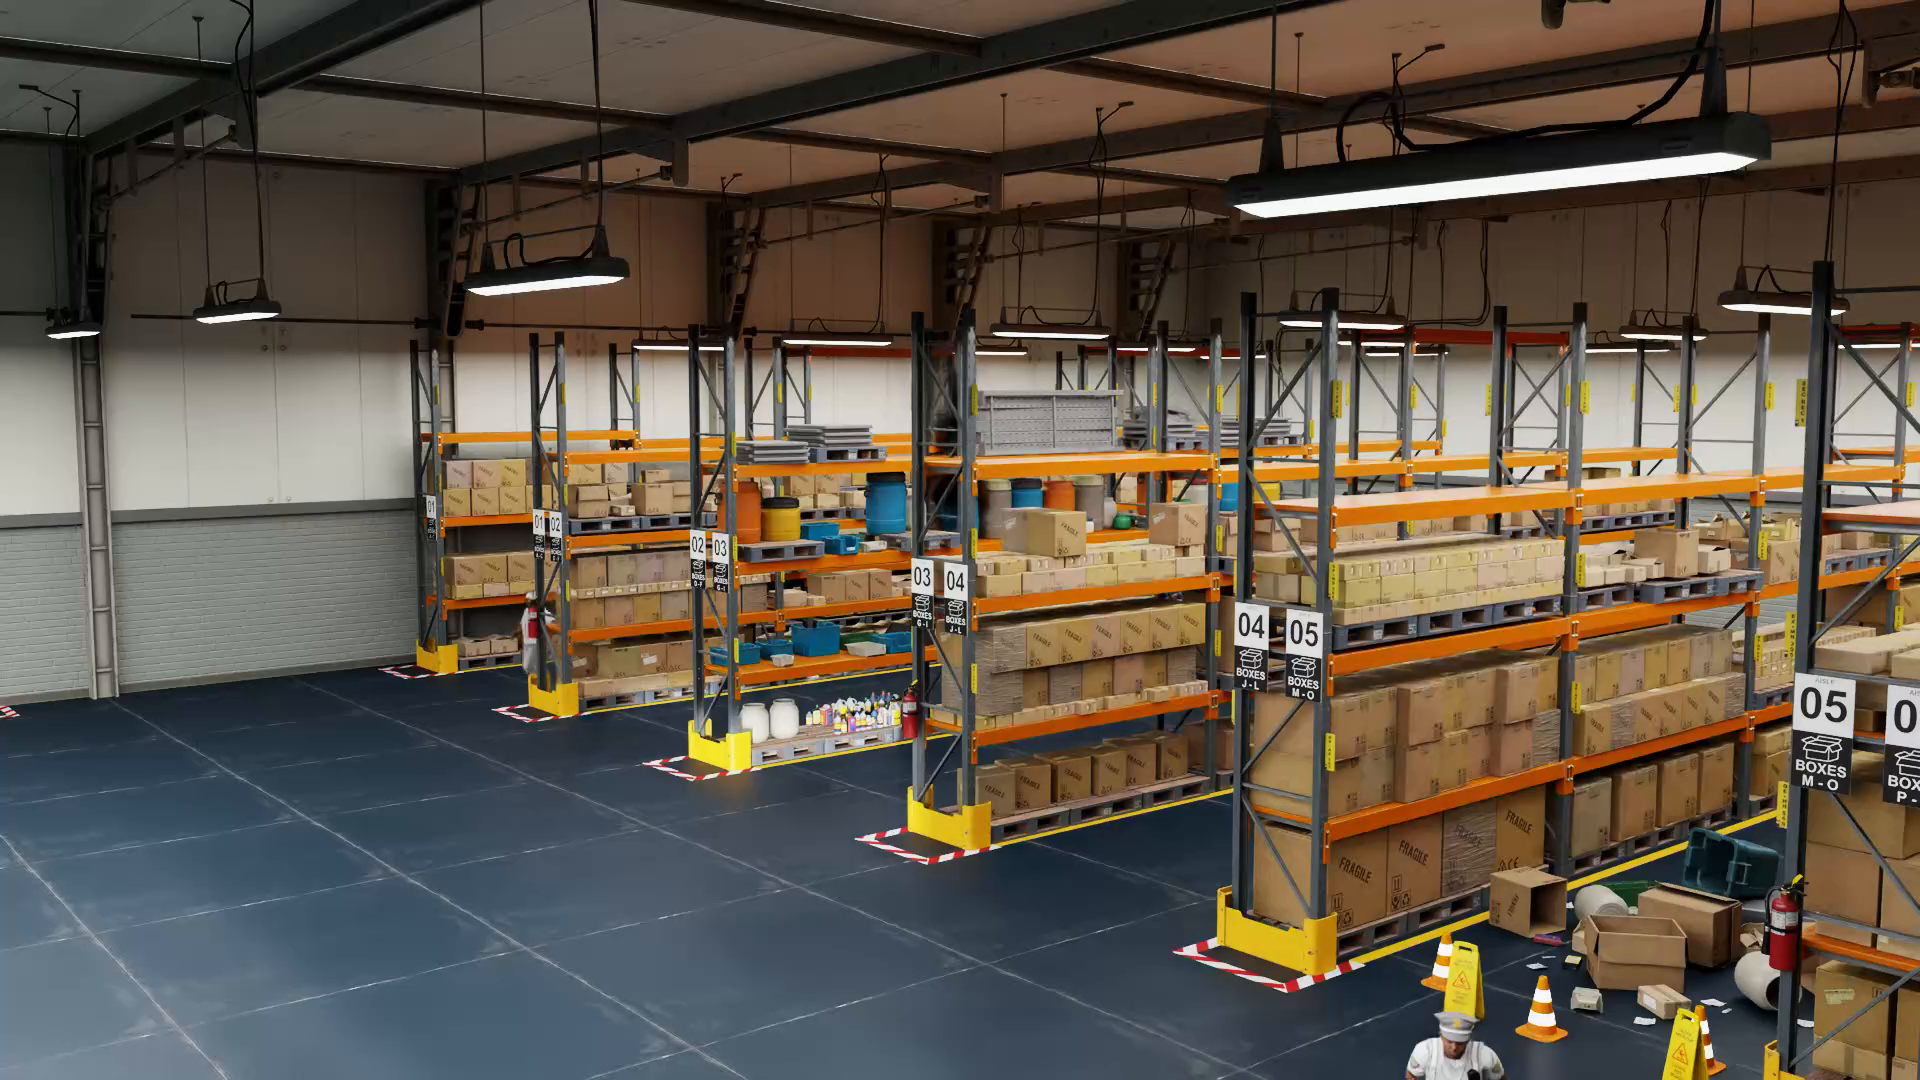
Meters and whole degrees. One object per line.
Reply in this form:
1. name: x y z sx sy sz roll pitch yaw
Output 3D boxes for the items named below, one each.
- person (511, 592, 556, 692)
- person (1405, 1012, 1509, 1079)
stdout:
1. person: -7.157 1.721 27.786 0.744 1.719 0.587 5 7 43
2. person: 2.944 3.483 9.899 0.582 1.625 0.904 1 5 14
